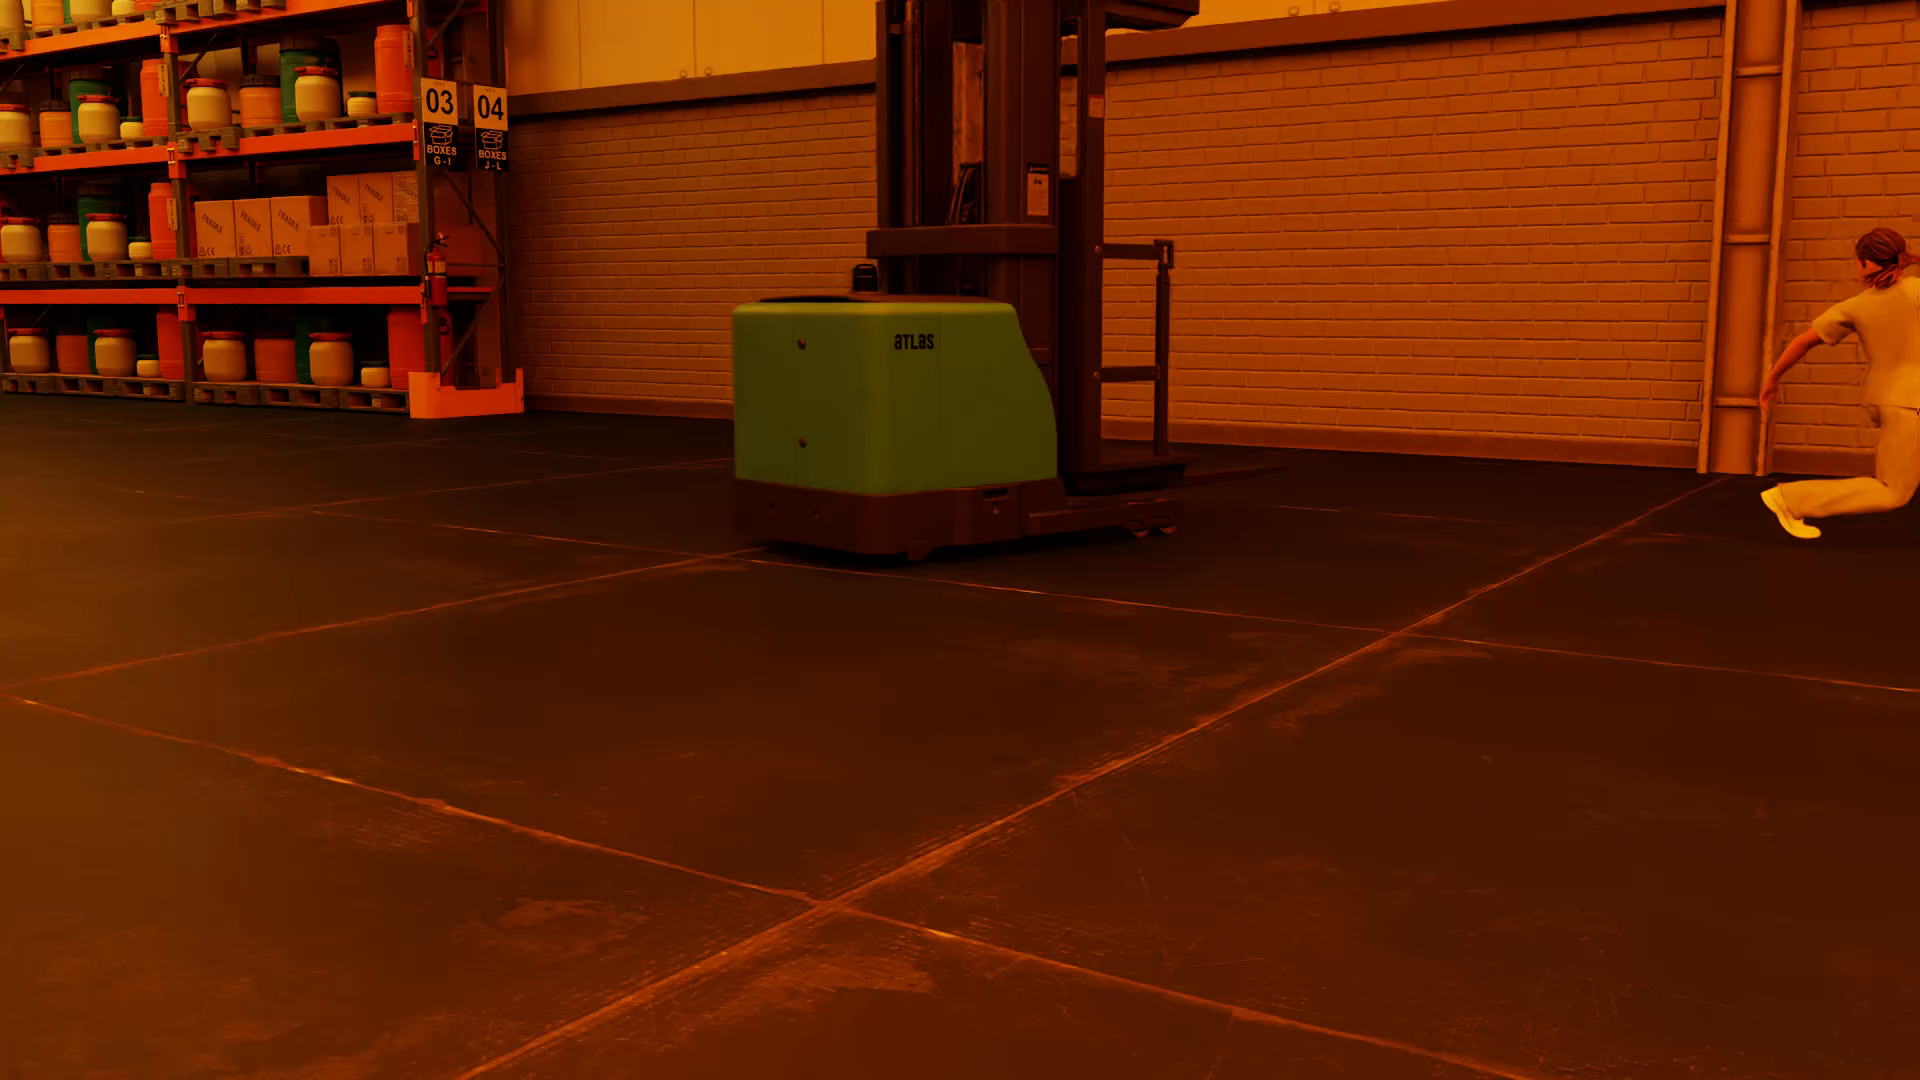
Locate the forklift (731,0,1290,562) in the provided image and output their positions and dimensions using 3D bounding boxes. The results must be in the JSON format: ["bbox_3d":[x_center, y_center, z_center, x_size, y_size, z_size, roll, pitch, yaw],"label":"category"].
[{"bbox_3d":[0.410,-1.513,7.833,3.031,2.935,1.130,-7,11,-42],"label":"forklift"}]

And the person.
[{"bbox_3d":[4.056,-0.655,7.394,0.946,1.440,0.684,-1,8,-7],"label":"person"}]
